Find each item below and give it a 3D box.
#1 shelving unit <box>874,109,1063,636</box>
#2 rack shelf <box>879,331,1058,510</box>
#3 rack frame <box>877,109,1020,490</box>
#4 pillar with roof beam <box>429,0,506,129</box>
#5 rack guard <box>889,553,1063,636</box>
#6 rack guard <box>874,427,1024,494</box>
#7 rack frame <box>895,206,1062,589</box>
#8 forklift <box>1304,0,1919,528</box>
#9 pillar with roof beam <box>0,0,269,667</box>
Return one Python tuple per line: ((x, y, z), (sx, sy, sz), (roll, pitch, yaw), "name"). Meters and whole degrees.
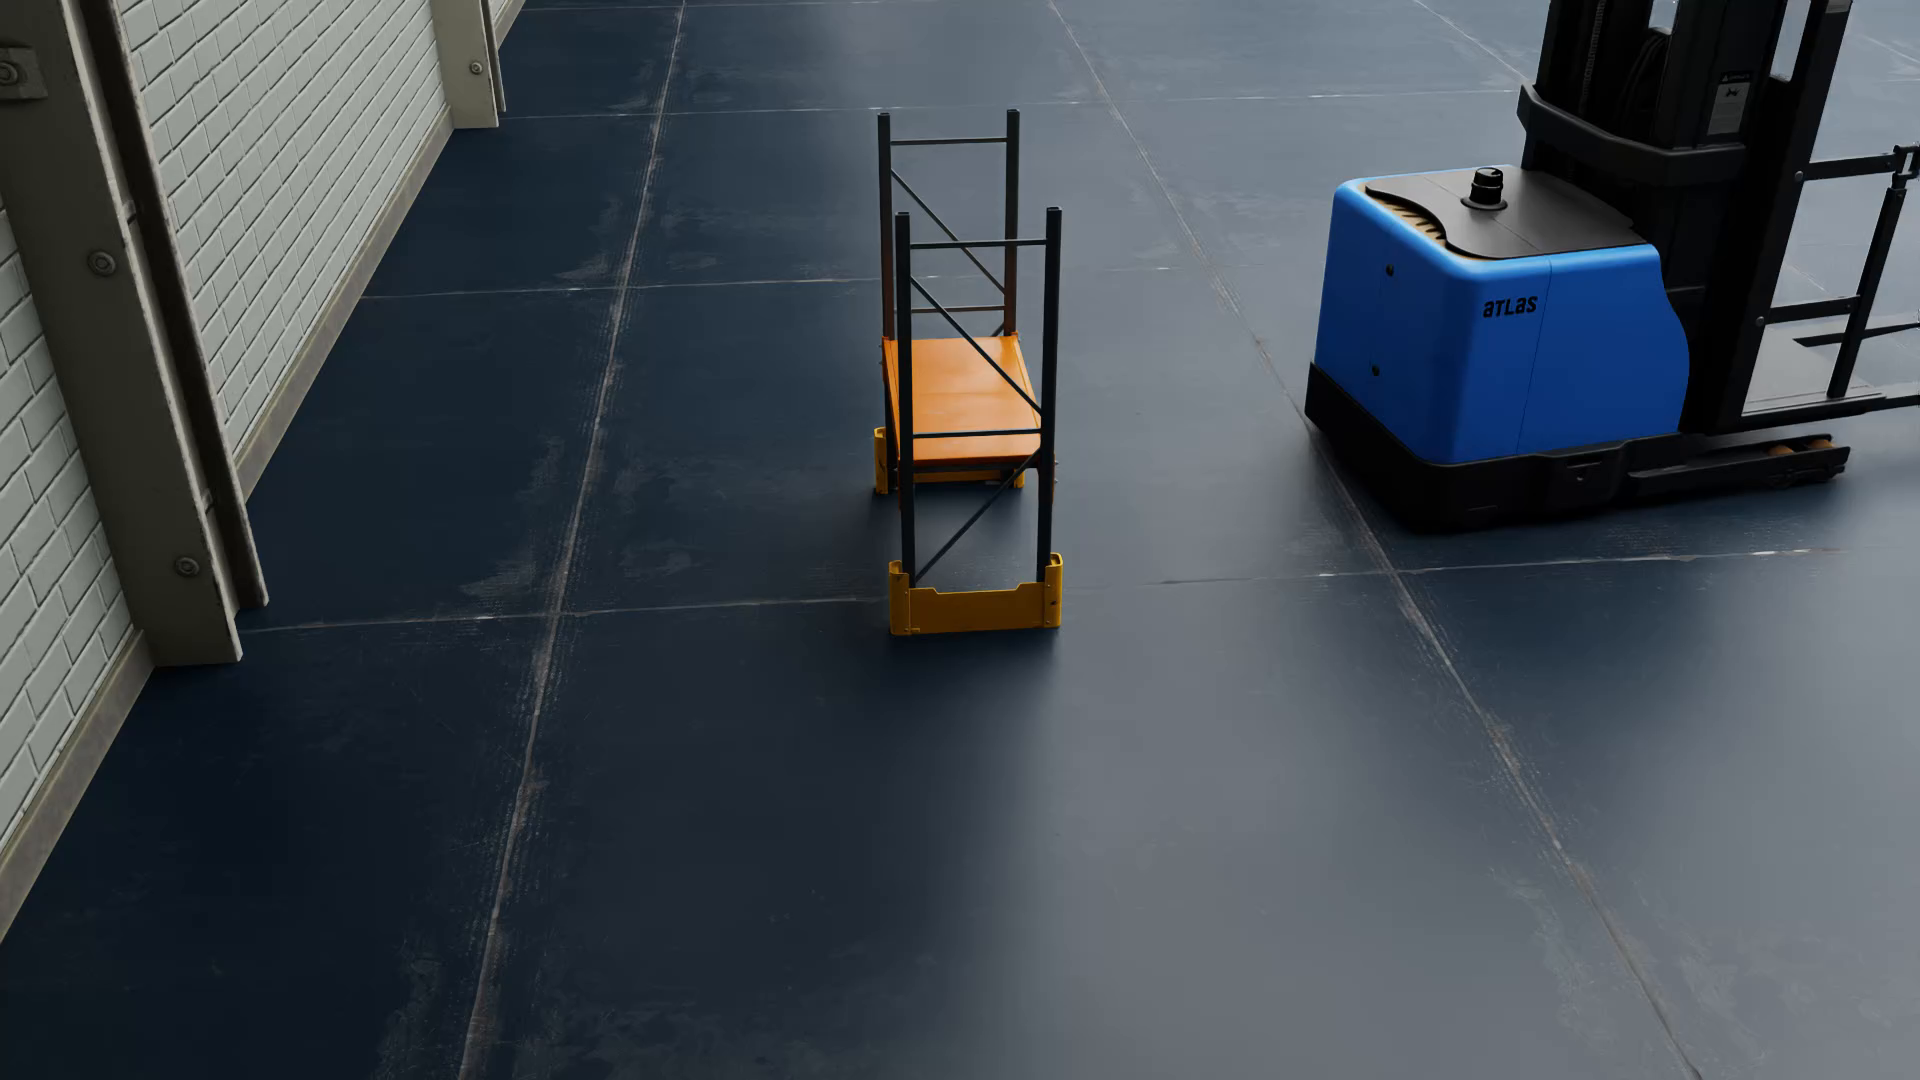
((0.007, -0.605, 5.800), (0.587, 1.500, 1.083), (-3, 31, -5), "shelving unit")
((0.008, -0.446, 5.885), (0.538, 0.185, 1.000), (-3, 31, -5), "rack shelf")
((-0.040, -0.860, 6.227), (0.500, 1.500, 0.032), (-3, 31, -5), "rack frame")
((1.139, -6.818, 8.889), (9.100, 9.000, 0.400), (-3, 31, -5), "pillar with roof beam")
((0.054, 0.186, 5.695), (0.587, 0.250, 0.087), (-3, 31, -5), "rack guard")
((-0.039, -0.323, 6.546), (0.587, 0.250, 0.087), (-3, 31, -5), "rack guard")
((0.055, -0.341, 5.358), (0.500, 1.500, 0.032), (-3, 31, -5), "rack frame")
((3.026, -1.716, 6.265), (3.031, 2.935, 1.130), (-8, 32, -13), "forklift")
((1.699, -3.754, 3.760), (9.100, 9.000, 0.400), (-3, 31, -5), "pillar with roof beam")
